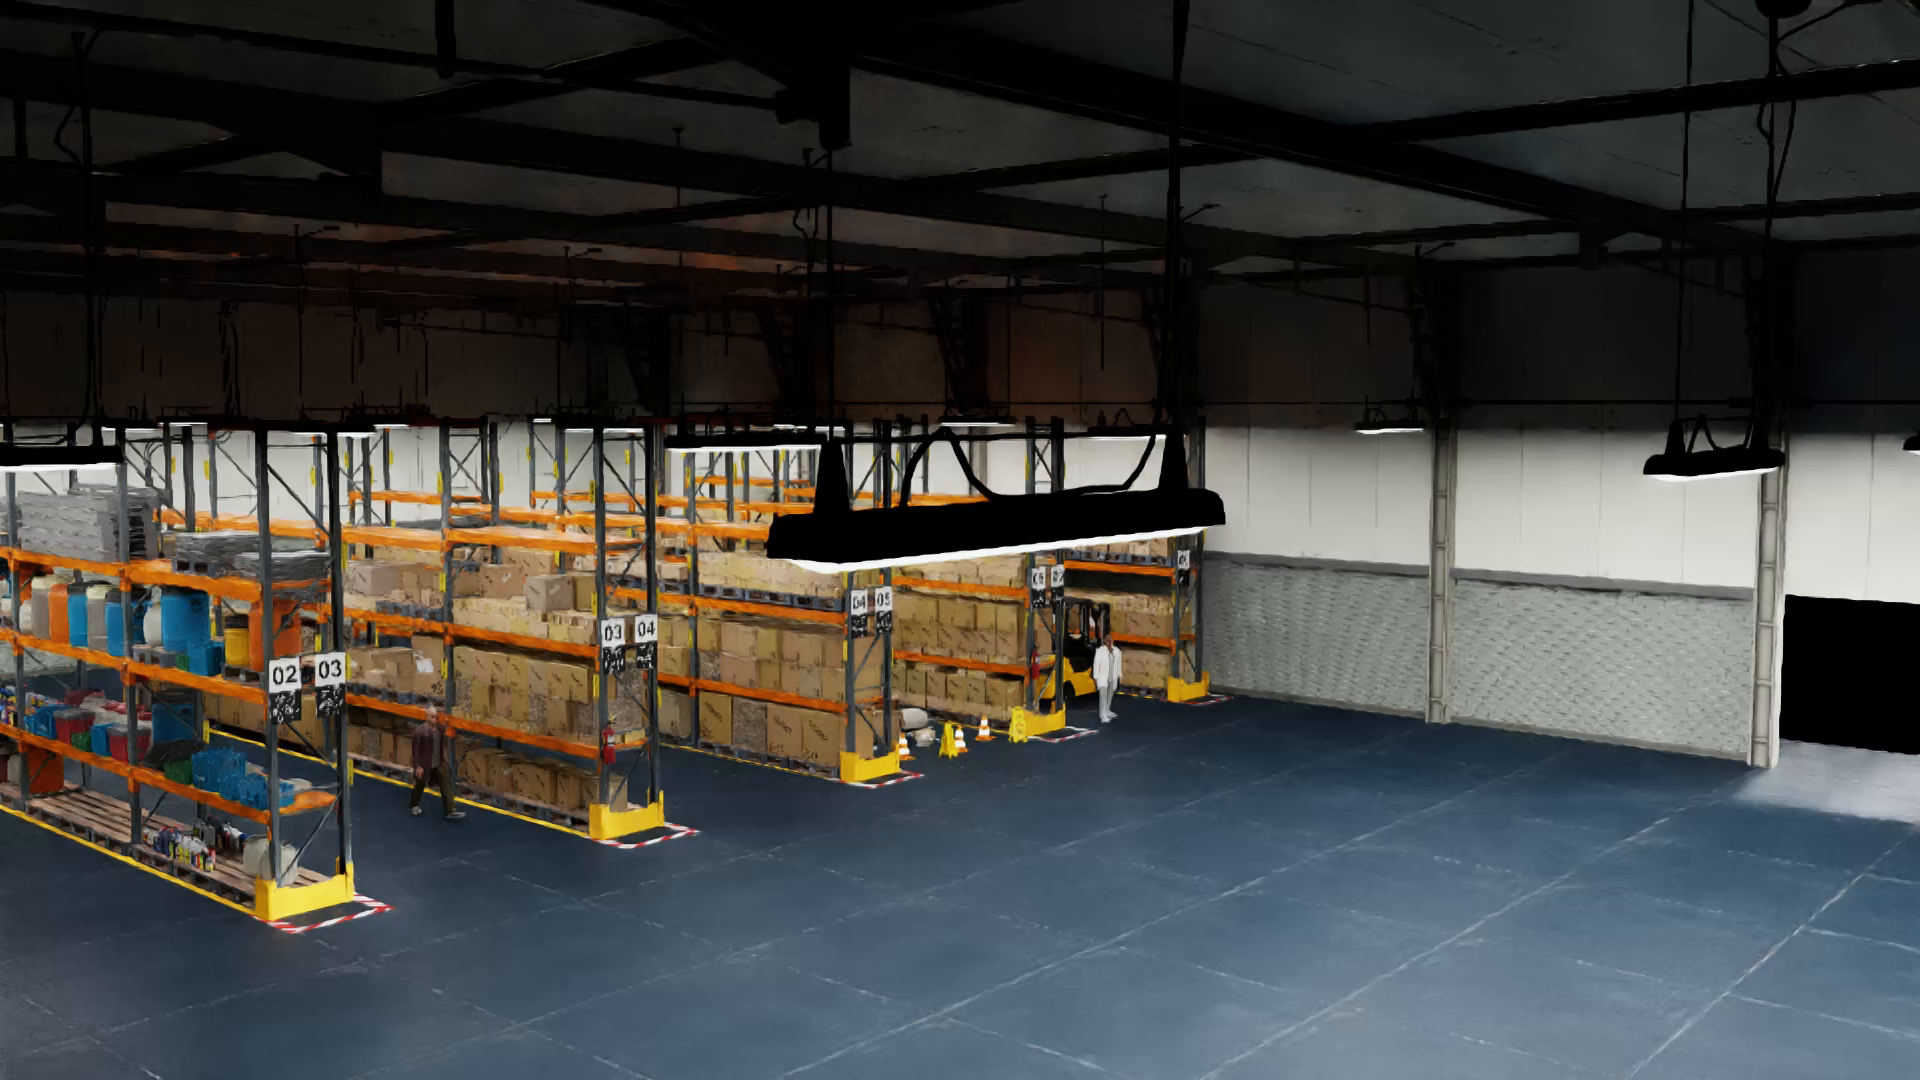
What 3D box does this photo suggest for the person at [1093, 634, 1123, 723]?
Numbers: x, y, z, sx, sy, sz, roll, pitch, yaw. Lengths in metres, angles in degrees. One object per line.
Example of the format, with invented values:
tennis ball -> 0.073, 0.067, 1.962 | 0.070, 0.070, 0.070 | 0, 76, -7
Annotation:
person -> 2.948, 2.716, 32.926 | 0.625, 1.739, 0.983 | -2, 5, -25

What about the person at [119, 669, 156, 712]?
person -> -15.917, 2.825, 32.208 | 0.535, 1.676, 0.682 | 4, 6, 41

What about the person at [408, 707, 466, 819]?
person -> -8.011, 3.383, 25.205 | 1.193, 1.672, 0.598 | 4, 6, 43
